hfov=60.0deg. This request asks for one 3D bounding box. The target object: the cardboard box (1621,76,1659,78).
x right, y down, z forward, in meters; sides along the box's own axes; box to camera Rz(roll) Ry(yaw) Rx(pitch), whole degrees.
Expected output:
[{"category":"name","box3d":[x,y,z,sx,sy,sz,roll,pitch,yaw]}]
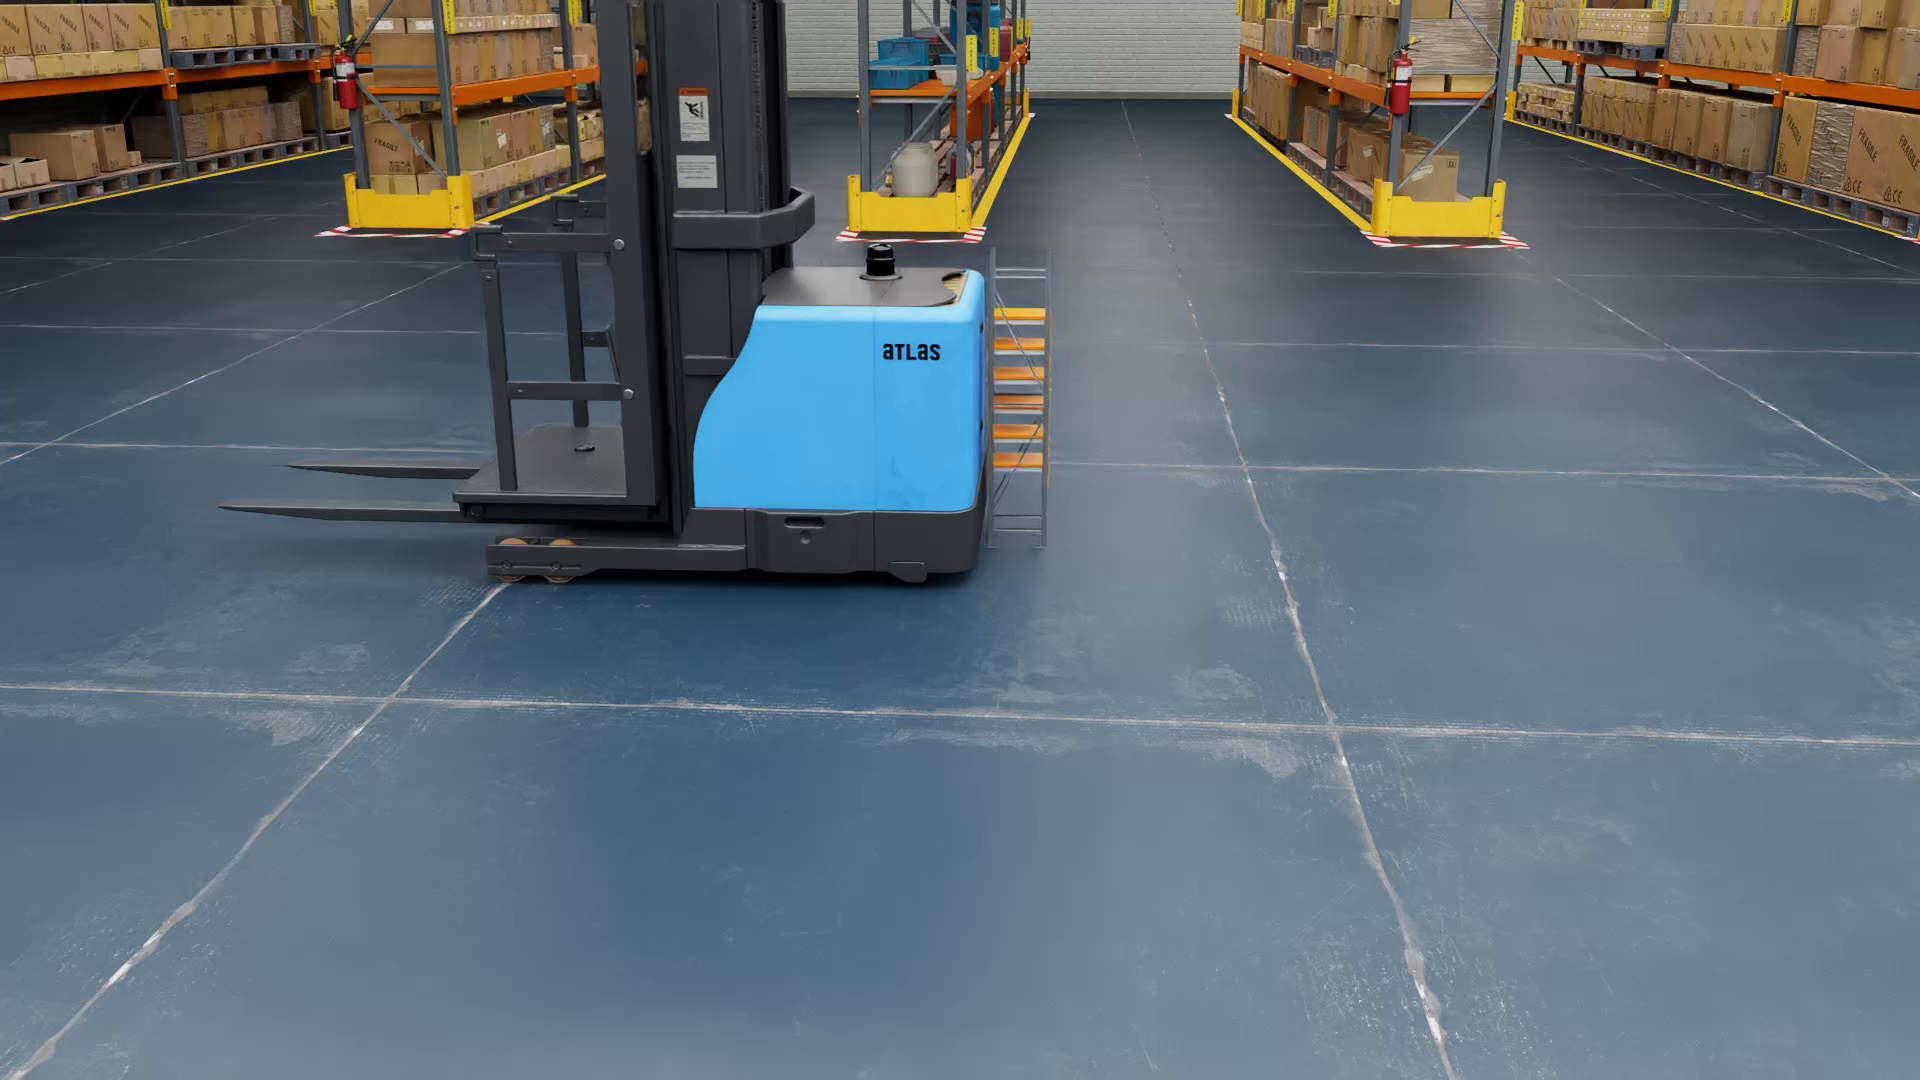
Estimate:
[{"category":"cardboard box","box3d":[10.497,-7.016,25.653,0.500,0.250,0.500,1,18,2]}]

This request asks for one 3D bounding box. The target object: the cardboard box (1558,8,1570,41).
[{"category":"cardboard box","box3d":[10.090,-8.391,27.077,0.500,0.500,0.500,1,18,2]}]

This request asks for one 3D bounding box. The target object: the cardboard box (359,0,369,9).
[{"category":"cardboard box","box3d":[-9.360,-8.287,25.522,0.500,0.250,0.500,1,18,3]}]

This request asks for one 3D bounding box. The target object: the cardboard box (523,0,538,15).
[{"category":"cardboard box","box3d":[-5.156,-6.134,18.580,0.700,0.500,0.500,1,18,4]}]

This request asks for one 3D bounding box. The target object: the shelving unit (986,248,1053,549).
[{"category":"shelving unit","box3d":[0.237,-0.562,6.712,0.258,1.200,0.189,1,18,2]}]

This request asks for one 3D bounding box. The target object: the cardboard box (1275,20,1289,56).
[{"category":"cardboard box","box3d":[4.973,-7.465,24.727,0.500,0.500,0.500,2,18,5]}]

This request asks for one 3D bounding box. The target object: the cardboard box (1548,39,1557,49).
[{"category":"cardboard box","box3d":[10.126,-8.346,27.981,0.380,0.149,0.250,2,18,5]}]

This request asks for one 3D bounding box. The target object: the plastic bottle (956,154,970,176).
[{"category":"plastic bottle","box3d":[0.034,-4.151,18.441,0.152,0.276,0.135,2,18,5]}]

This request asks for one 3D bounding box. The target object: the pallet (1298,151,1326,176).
[{"category":"pallet","box3d":[4.924,-4.839,21.351,1.003,0.211,1.213,1,18,4]}]

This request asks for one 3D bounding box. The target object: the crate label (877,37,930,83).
[{"category":"crate label","box3d":[-0.580,-5.005,17.323,0.502,0.435,0.616,1,18,4]}]

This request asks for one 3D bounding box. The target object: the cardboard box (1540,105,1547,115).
[{"category":"cardboard box","box3d":[10.131,-7.336,28.397,0.380,0.149,0.250,1,18,4]}]

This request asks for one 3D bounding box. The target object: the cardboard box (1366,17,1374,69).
[{"category":"cardboard box","box3d":[4.560,-4.971,16.639,0.875,0.500,0.500,1,18,4]}]

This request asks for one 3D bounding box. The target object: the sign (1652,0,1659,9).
[{"category":"sign","box3d":[10.852,-8.424,25.954,0.100,0.325,0.005,1,18,4]}]

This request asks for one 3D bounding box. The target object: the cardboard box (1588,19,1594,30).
[{"category":"cardboard box","box3d":[9.777,-7.833,25.264,0.380,0.149,0.250,2,18,5]}]

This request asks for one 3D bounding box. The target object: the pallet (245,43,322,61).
[{"category":"pallet","box3d":[-9.695,-6.801,23.171,1.213,0.211,1.003,1,18,4]}]

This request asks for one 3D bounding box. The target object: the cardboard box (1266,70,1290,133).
[{"category":"cardboard box","box3d":[5.214,-6.465,24.574,1.225,0.875,0.875,1,18,4]}]

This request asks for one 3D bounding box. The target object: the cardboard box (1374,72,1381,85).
[{"category":"cardboard box","box3d":[4.386,-4.662,16.738,0.380,0.149,0.250,1,18,4]}]

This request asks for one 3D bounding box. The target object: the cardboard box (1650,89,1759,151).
[{"category":"cardboard box","box3d":[9.878,-5.586,22.091,1.050,0.750,0.750,1,18,3]}]

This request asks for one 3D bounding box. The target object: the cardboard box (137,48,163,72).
[{"category":"cardboard box","box3d":[-9.768,-5.658,19.583,0.500,0.250,0.500,1,18,4]}]

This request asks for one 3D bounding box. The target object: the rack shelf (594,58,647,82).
[{"category":"rack shelf","box3d":[-4.665,-7.286,25.497,1.077,0.370,4.000,1,18,4]}]

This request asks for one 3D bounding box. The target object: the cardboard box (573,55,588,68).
[{"category":"cardboard box","box3d":[-4.828,-5.916,20.563,0.380,0.149,0.250,1,18,4]}]

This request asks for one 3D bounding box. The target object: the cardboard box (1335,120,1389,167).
[{"category":"cardboard box","box3d":[4.850,-4.754,19.921,0.700,0.500,0.500,0,18,0]}]

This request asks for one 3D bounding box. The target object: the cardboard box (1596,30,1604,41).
[{"category":"cardboard box","box3d":[9.739,-7.532,24.821,0.380,0.149,0.250,0,18,1]}]

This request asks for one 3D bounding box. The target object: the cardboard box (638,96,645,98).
[{"category":"cardboard box","box3d":[-4.976,-6.324,24.713,0.500,0.500,0.500,2,18,6]}]

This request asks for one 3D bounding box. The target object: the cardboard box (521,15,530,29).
[{"category":"cardboard box","box3d":[-4.976,-5.715,18.345,0.380,0.149,0.250,1,18,4]}]

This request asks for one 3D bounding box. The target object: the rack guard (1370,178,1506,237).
[{"category":"rack guard","box3d":[4.504,-3.136,15.690,1.175,0.500,0.348,1,18,4]}]

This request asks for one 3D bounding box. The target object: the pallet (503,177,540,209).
[{"category":"pallet","box3d":[-5.279,-3.813,18.222,1.003,0.211,1.213,1,18,4]}]

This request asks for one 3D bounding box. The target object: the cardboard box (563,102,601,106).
[{"category":"cardboard box","box3d":[-5.169,-5.847,22.790,0.500,0.311,0.500,1,18,3]}]

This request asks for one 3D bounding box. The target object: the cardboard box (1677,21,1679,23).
[{"category":"cardboard box","box3d":[10.298,-7.255,23.499,0.380,0.149,0.250,1,18,4]}]

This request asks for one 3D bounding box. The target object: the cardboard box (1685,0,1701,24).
[{"category":"cardboard box","box3d":[9.970,-7.026,21.781,0.700,0.500,0.500,1,18,4]}]

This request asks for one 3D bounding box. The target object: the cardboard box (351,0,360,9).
[{"category":"cardboard box","box3d":[-9.391,-8.129,25.038,0.500,0.250,0.500,1,18,4]}]

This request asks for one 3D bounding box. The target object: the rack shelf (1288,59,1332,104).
[{"category":"rack shelf","box3d":[4.928,-5.822,21.027,1.077,0.370,4.000,1,18,4]}]

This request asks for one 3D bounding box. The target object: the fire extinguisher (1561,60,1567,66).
[{"category":"fire extinguisher","box3d":[11.064,-8.981,30.238,0.296,0.674,0.183,1,18,4]}]

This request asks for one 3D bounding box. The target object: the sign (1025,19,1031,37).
[{"category":"sign","box3d":[1.255,-9.450,30.684,0.100,0.325,0.005,1,18,4]}]

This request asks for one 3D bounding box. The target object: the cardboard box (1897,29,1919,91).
[{"category":"cardboard box","box3d":[9.437,-4.517,15.649,0.875,0.550,0.550,1,18,4]}]

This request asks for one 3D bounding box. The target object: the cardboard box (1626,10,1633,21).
[{"category":"cardboard box","box3d":[9.644,-7.410,23.494,0.380,0.149,0.250,2,18,6]}]

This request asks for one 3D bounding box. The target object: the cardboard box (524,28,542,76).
[{"category":"cardboard box","box3d":[-5.152,-5.510,18.761,0.700,0.500,0.500,1,18,3]}]

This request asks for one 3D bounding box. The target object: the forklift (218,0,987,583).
[{"category":"forklift","box3d":[-1.424,-1.389,6.455,3.031,2.935,1.130,1,18,3]}]

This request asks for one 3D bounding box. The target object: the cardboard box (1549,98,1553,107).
[{"category":"cardboard box","box3d":[10.166,-7.382,28.060,0.380,0.149,0.250,0,18,1]}]

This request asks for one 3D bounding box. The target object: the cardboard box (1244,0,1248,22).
[{"category":"cardboard box","box3d":[5.306,-9.397,29.344,0.500,0.500,0.500,1,18,3]}]

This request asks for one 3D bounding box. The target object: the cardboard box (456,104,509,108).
[{"category":"cardboard box","box3d":[-5.469,-4.721,19.051,0.500,0.500,0.500,1,18,4]}]

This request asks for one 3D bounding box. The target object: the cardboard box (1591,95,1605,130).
[{"category":"cardboard box","box3d":[9.945,-6.509,25.309,0.500,0.500,0.500,2,18,6]}]

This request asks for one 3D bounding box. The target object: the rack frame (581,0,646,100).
[{"category":"rack frame","box3d":[-4.809,-7.007,23.489,1.000,3.000,0.127,1,18,4]}]

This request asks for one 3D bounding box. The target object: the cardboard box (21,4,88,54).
[{"category":"cardboard box","box3d":[-9.876,-5.542,18.023,0.500,0.500,0.500,2,18,6]}]

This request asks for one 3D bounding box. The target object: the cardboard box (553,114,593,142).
[{"category":"cardboard box","box3d":[-4.817,-5.047,20.348,0.500,0.311,0.500,1,18,4]}]

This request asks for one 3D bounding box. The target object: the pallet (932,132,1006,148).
[{"category":"pallet","box3d":[0.146,-5.816,24.333,1.003,0.211,1.213,1,18,4]}]

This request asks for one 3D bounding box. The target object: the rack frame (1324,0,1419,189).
[{"category":"rack frame","box3d":[4.785,-5.542,19.020,1.000,3.000,0.127,1,18,4]}]

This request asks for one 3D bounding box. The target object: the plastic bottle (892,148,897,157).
[{"category":"plastic bottle","box3d":[-0.684,-4.113,18.206,0.144,0.351,0.185,2,18,6]}]

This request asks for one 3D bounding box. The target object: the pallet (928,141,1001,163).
[{"category":"pallet","box3d":[0.037,-5.330,22.851,1.003,0.211,1.213,1,18,4]}]

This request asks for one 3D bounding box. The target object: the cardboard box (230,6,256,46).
[{"category":"cardboard box","box3d":[-9.841,-6.839,22.111,0.700,0.500,0.500,1,18,4]}]

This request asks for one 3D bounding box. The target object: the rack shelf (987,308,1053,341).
[{"category":"rack shelf","box3d":[0.237,-0.862,6.613,0.258,0.103,0.180,1,18,2]}]

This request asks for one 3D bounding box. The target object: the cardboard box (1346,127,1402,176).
[{"category":"cardboard box","box3d":[4.716,-4.431,18.967,0.500,0.500,0.500,1,18,2]}]
